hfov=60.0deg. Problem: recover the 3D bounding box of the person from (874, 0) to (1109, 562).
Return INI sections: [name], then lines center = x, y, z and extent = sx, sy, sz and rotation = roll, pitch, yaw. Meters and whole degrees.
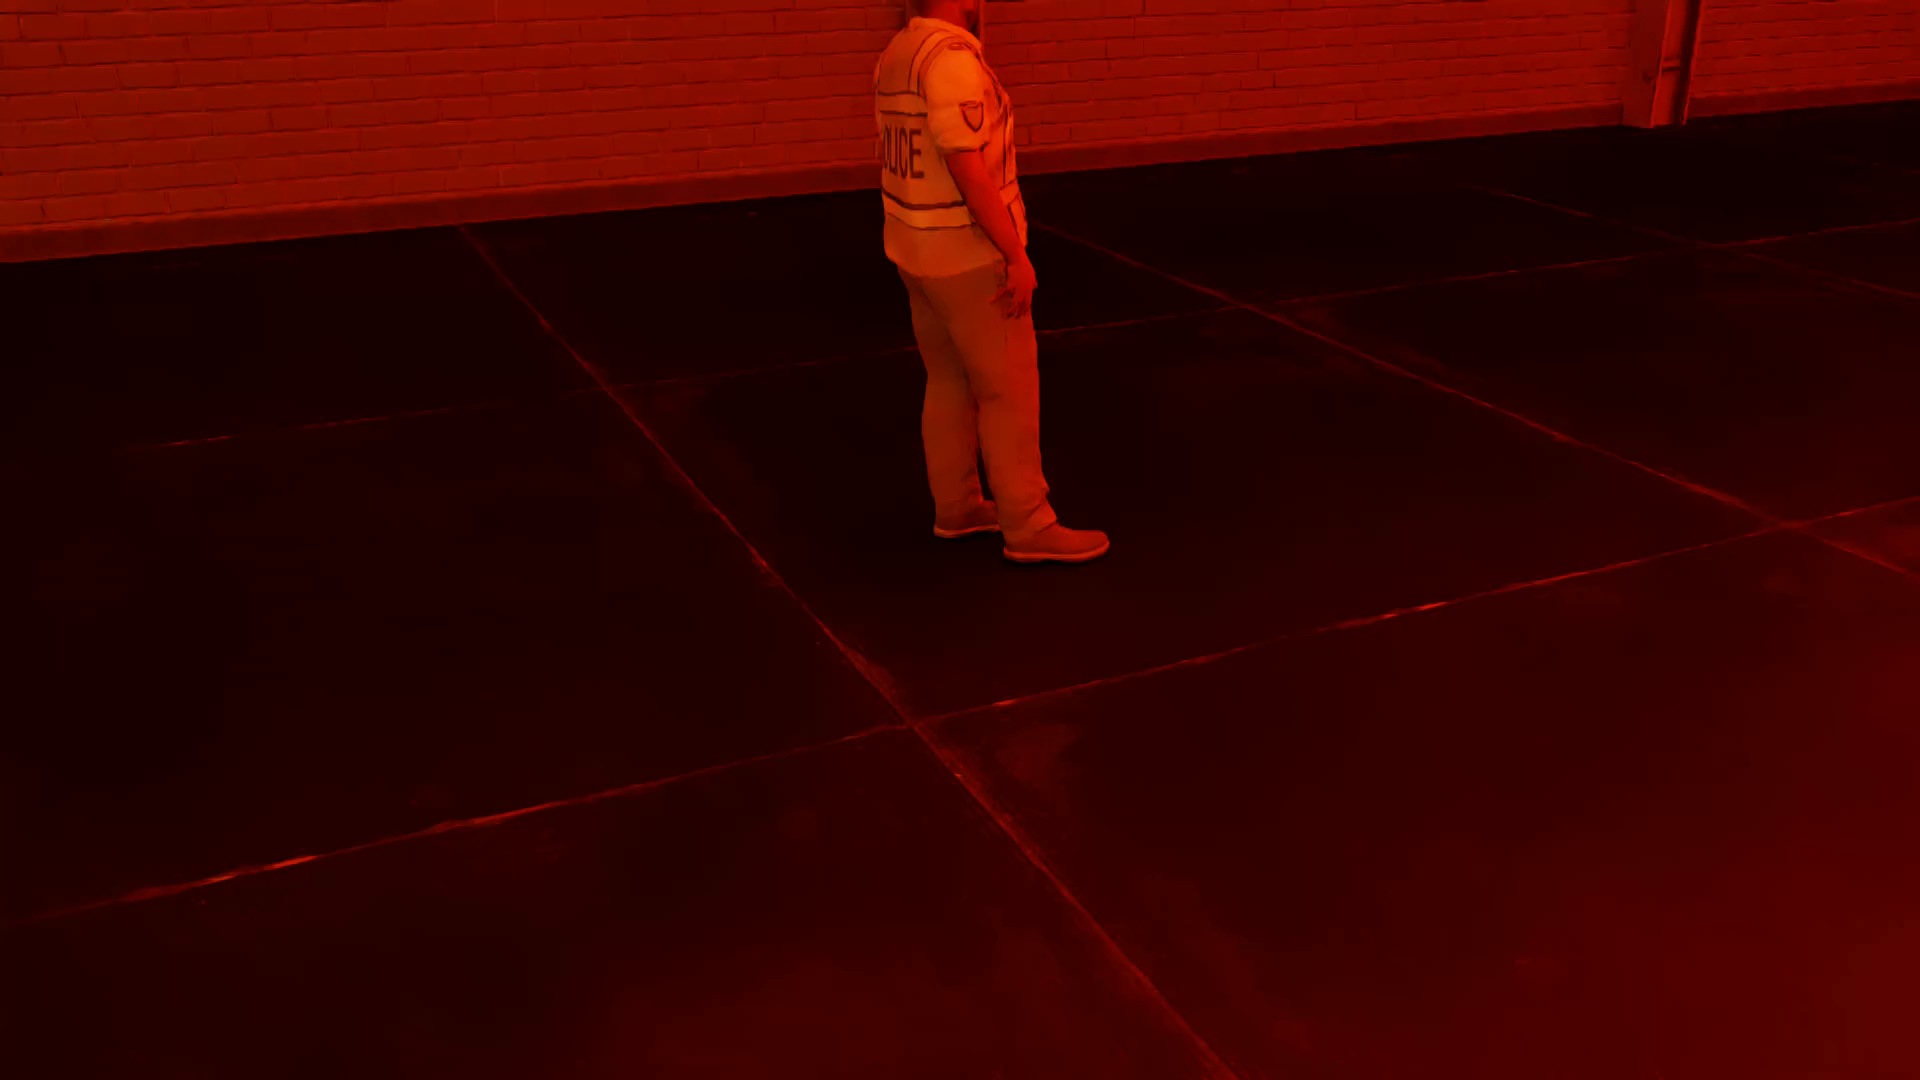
[person]
center = 0.076, -0.839, 4.782
extent = 0.574, 1.781, 0.640
rotation = -10, 25, -23
